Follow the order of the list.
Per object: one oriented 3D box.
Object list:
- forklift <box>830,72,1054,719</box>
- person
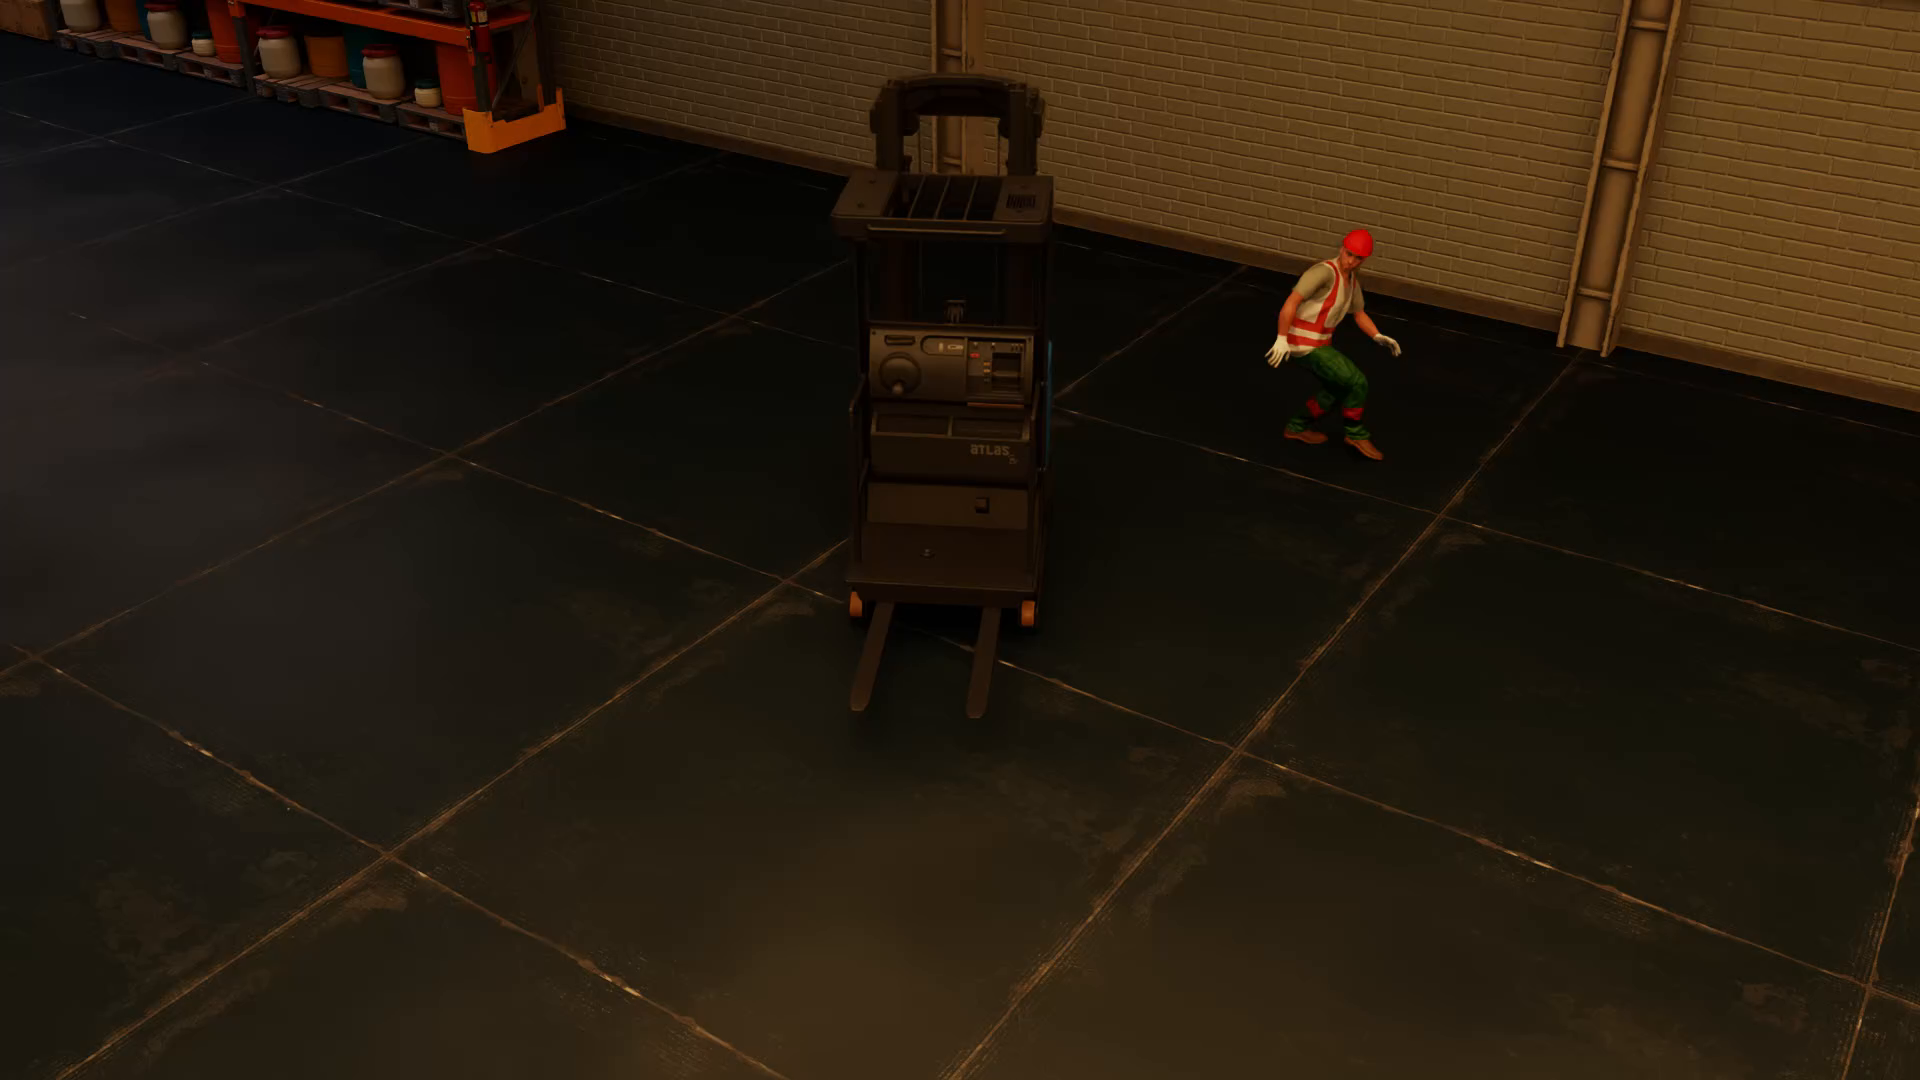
[{"bbox_3d":[-0.069,-0.938,9.196,1.130,2.935,3.031,3,30,5],"label":"forklift"},{"bbox_3d":[2.527,-1.279,11.148,0.810,1.587,0.779,13,33,21],"label":"person"}]
